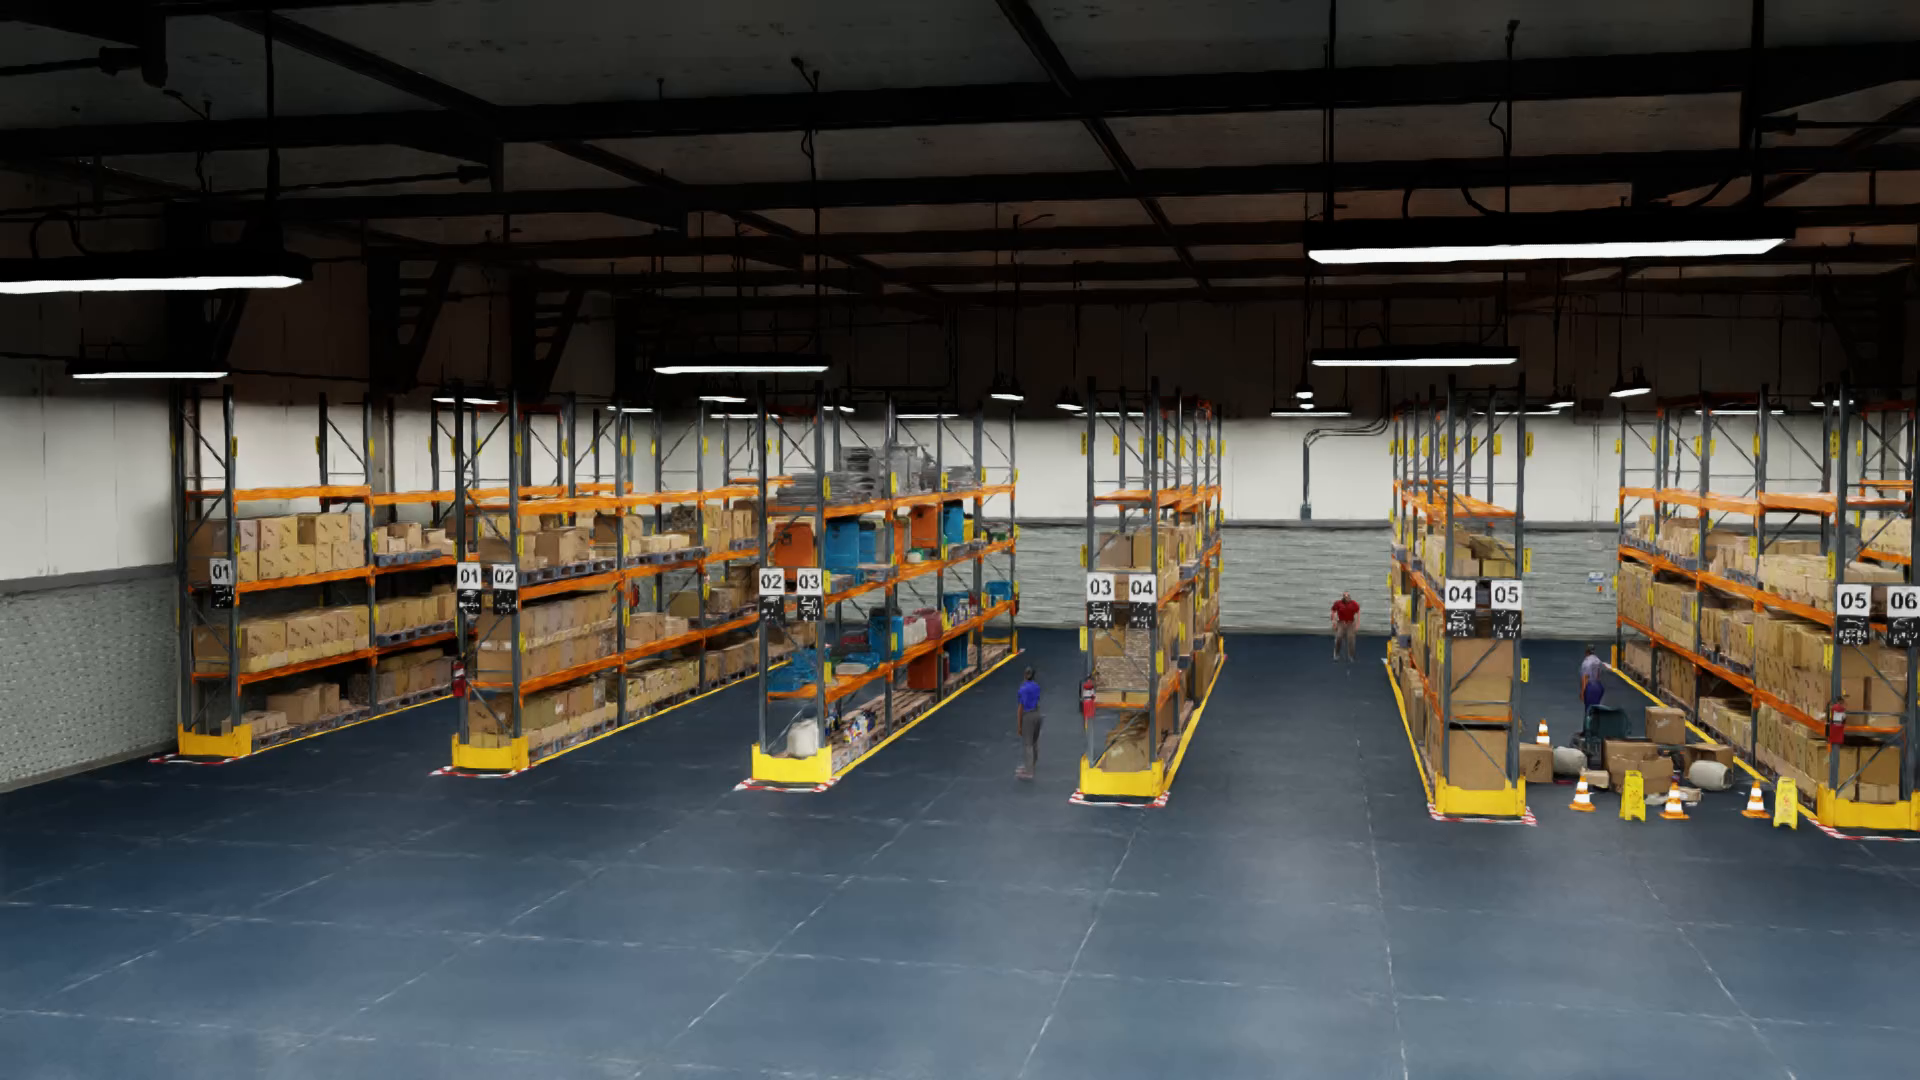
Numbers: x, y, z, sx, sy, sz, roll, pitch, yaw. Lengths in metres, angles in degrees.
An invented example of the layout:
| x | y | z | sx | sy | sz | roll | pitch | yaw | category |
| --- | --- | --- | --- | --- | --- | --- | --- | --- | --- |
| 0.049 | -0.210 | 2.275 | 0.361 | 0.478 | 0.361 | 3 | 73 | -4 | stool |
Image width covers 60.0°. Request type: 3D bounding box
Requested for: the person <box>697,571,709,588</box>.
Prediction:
| x | y | z | sx | sy | sz | roll | pitch | yaw | category |
| --- | --- | --- | --- | --- | --- | --- | --- | --- | --- |
| -6.932 | 1.666 | 44.536 | 0.623 | 1.667 | 0.448 | -3 | 4 | -44 | person |

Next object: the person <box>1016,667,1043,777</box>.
| x | y | z | sx | sy | sz | roll | pitch | yaw | category |
| --- | --- | --- | --- | --- | --- | --- | --- | --- | --- |
| 1.015 | 2.750 | 25.263 | 0.464 | 1.662 | 0.498 | 3 | 4 | 43 | person |

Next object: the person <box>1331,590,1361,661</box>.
| x | y | z | sx | sy | sz | roll | pitch | yaw | category |
| --- | --- | --- | --- | --- | --- | --- | --- | --- | --- |
| 9.023 | 1.994 | 38.913 | 0.682 | 1.675 | 0.529 | 1 | 3 | 12 | person |

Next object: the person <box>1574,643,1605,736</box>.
| x | y | z | sx | sy | sz | roll | pitch | yaw | category |
| --- | --- | --- | --- | --- | --- | --- | --- | --- | --- |
| 10.747 | 2.584 | 28.420 | 0.554 | 1.632 | 0.598 | 3 | 4 | 42 | person |
